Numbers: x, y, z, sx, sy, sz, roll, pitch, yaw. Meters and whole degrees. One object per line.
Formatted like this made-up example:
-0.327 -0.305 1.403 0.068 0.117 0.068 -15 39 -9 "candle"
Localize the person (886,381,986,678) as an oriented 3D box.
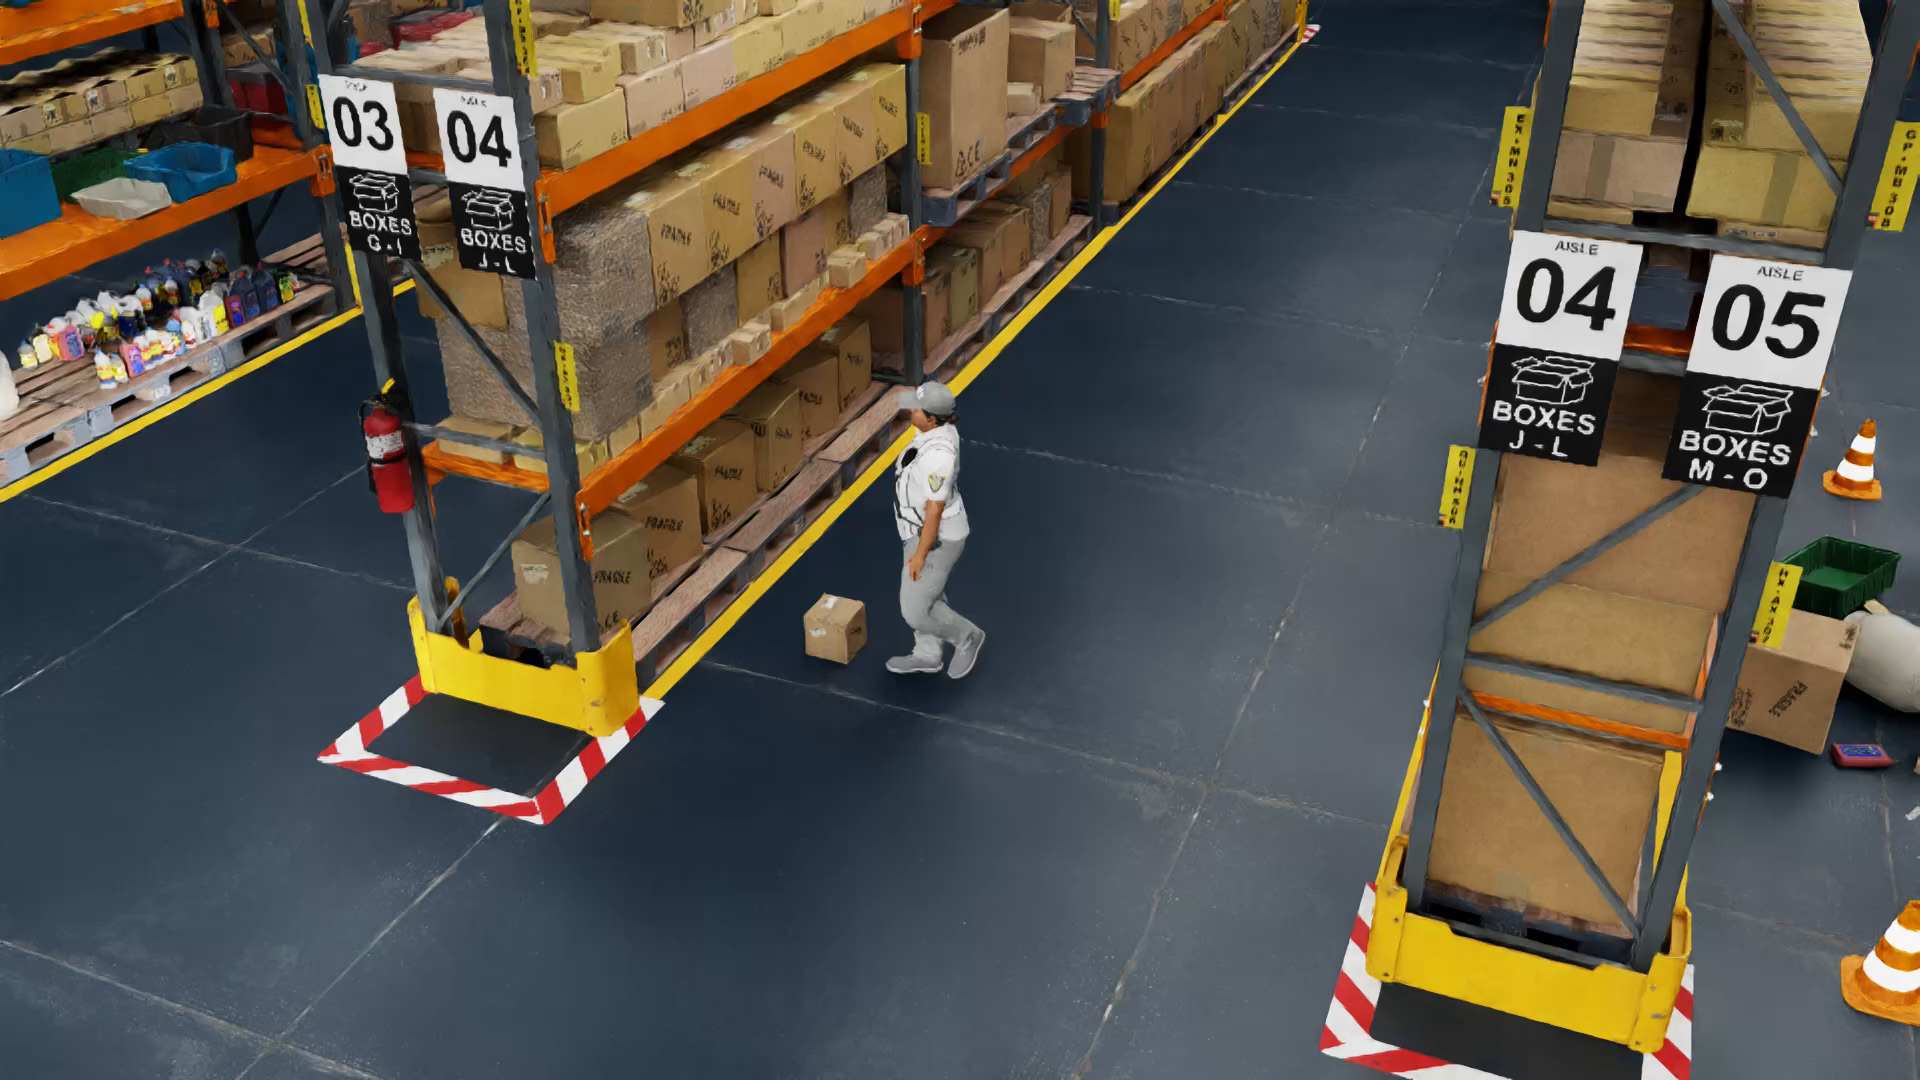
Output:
-0.127 -0.029 8.415 0.524 1.662 0.517 -3 30 -5 "person"
